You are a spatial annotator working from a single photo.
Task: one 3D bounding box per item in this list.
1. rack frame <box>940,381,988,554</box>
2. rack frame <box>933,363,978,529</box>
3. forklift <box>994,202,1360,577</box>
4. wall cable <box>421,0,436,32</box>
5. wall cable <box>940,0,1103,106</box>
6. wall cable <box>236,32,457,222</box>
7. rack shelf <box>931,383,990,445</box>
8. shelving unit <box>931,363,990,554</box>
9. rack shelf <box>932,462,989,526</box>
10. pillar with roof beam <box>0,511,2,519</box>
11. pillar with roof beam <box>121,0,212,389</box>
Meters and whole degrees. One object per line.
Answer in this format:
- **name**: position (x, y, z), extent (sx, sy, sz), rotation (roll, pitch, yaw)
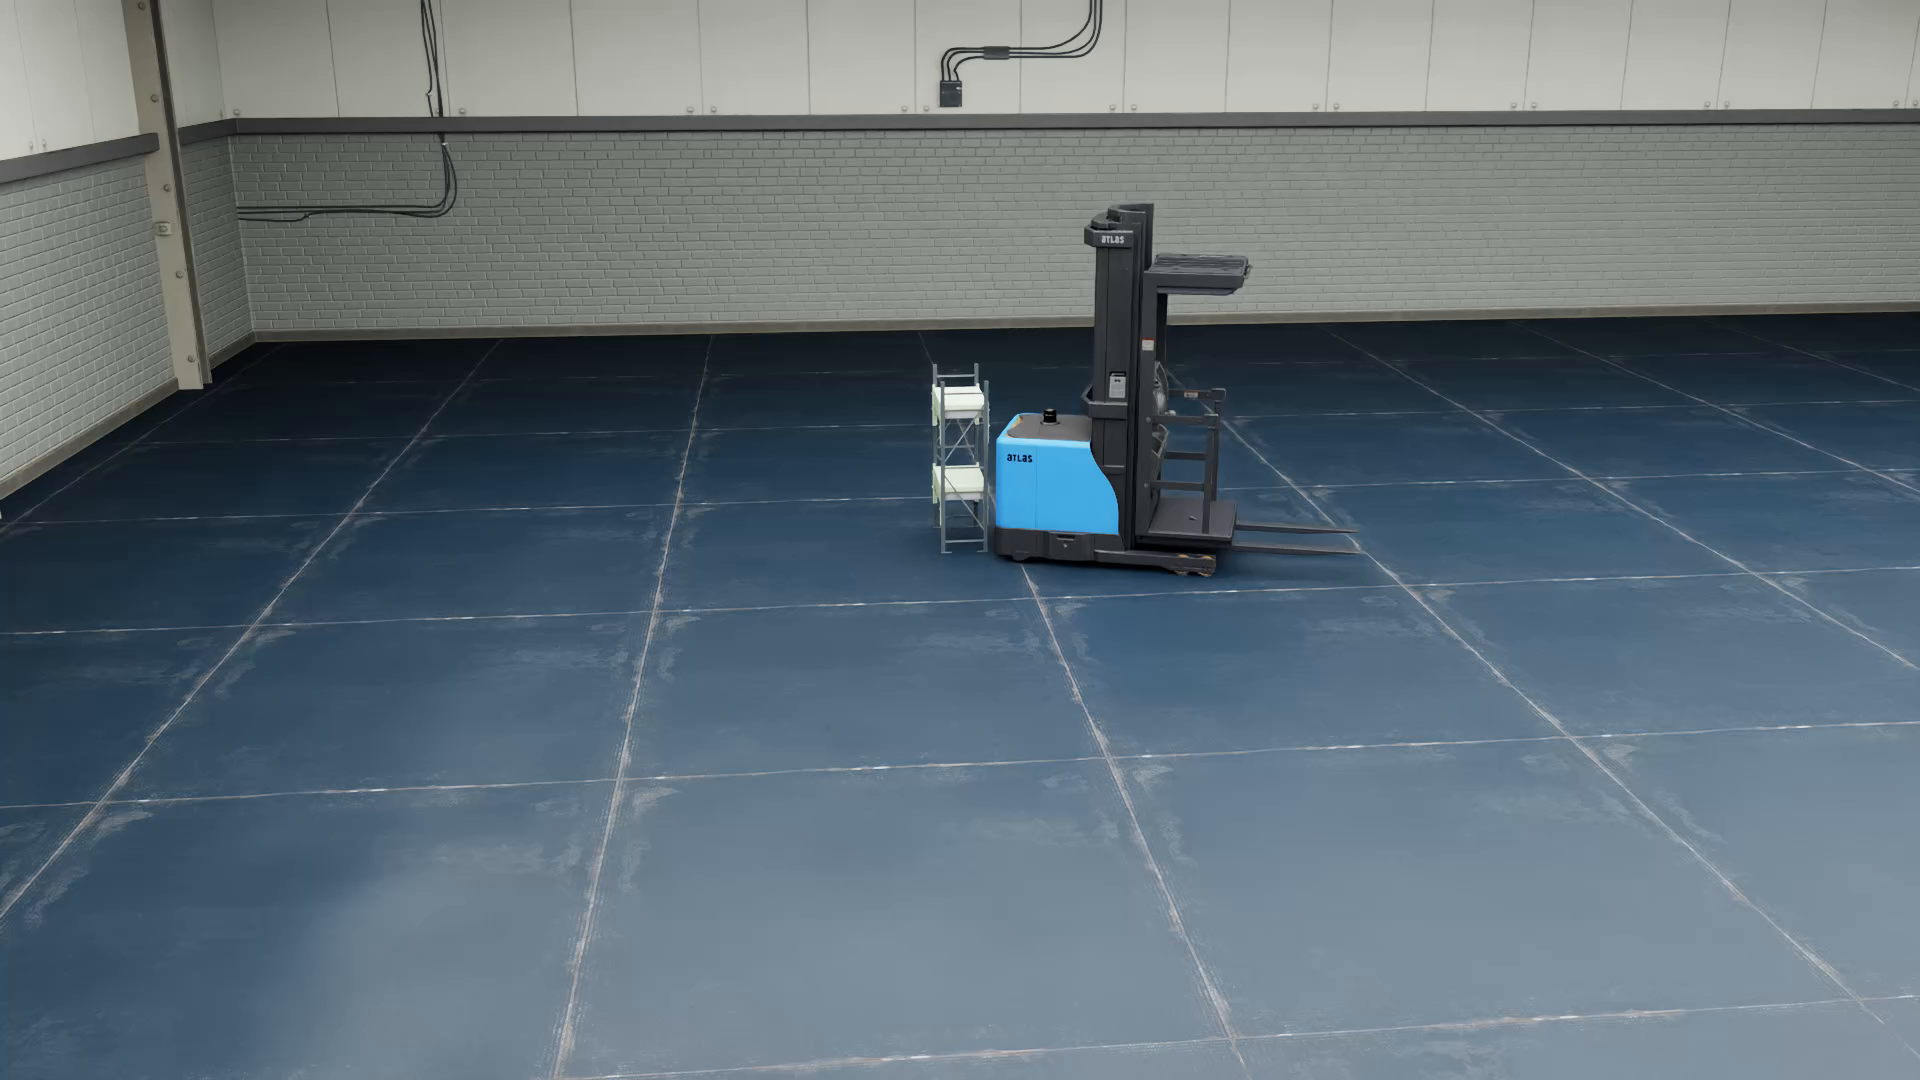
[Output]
- **rack frame**: position (0.037, -0.609, 14.111), extent (0.400, 1.500, 0.023), rotation (-2, 18, -6)
- **rack frame**: position (-0.038, -0.827, 14.806), extent (0.400, 1.500, 0.023), rotation (-2, 18, -6)
- **forklift**: position (1.858, -1.271, 13.833), extent (3.031, 2.935, 1.130), rotation (4, 18, 11)
- **wall cable**: position (-5.885, -8.154, 22.379), extent (3.097, 2.526, 0.112), rotation (-2, 18, -6)
- **wall cable**: position (0.868, -9.054, 22.814), extent (2.305, 6.003, 0.169), rotation (-2, 18, -6)
- **wall cable**: position (-8.576, -5.661, 22.870), extent (3.097, 2.526, 0.112), rotation (-2, 18, -6)
- **rack shelf**: position (-0.001, -1.090, 14.342), extent (0.431, 0.370, 0.720), rotation (-2, 18, -6)
- **shelving unit**: position (-0.001, -0.718, 14.459), extent (0.431, 1.500, 0.755), rotation (-2, 18, -6)
- **rack shelf**: position (-0.001, -0.407, 14.556), extent (0.431, 0.370, 0.720), rotation (-2, 18, -6)
- **pillar with roof beam**: position (-4.687, -4.569, 14.208), extent (9.100, 9.000, 0.400), rotation (-2, 18, -6)
- **pillar with roof beam**: position (-5.306, -6.357, 19.902), extent (9.100, 9.000, 0.400), rotation (-2, 18, -6)
